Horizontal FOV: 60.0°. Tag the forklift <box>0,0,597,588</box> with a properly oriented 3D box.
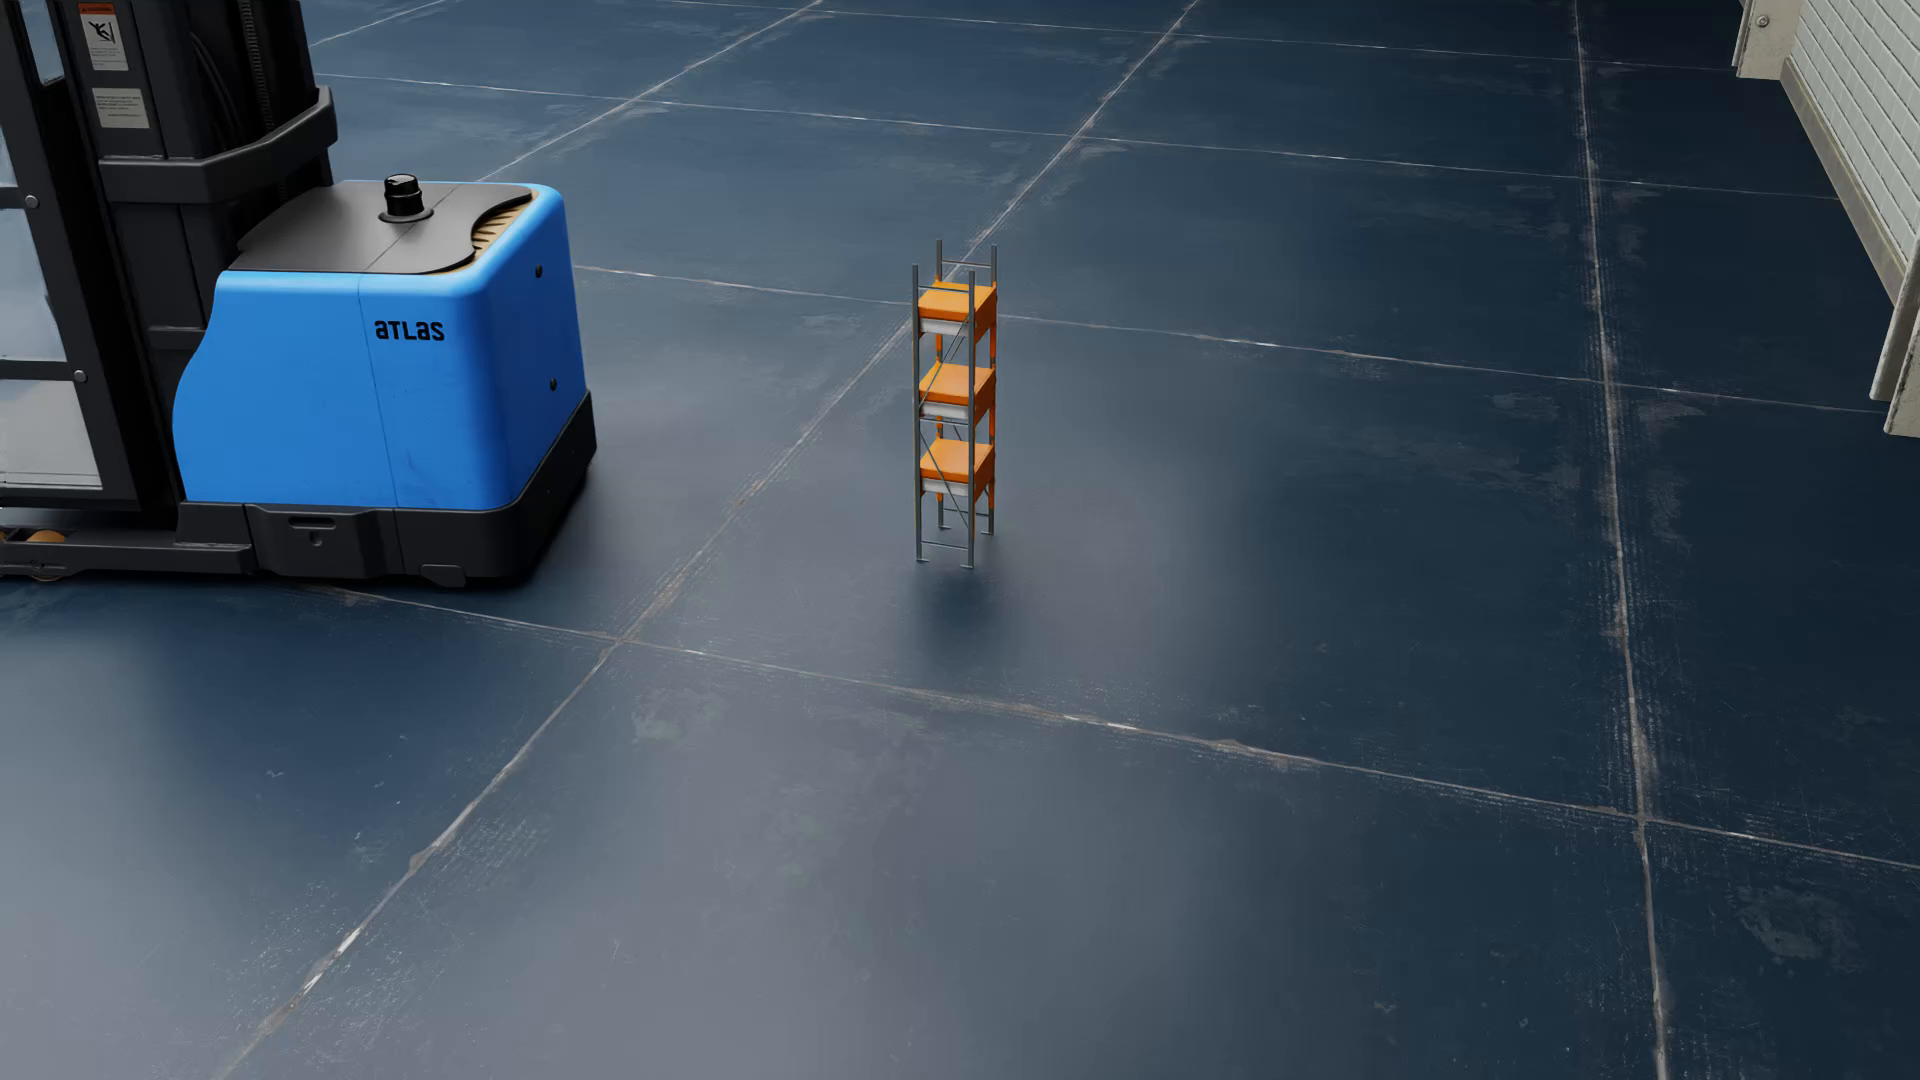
[{"bbox_3d":[-2.896,-1.397,5.246,3.031,2.935,1.130,2,29,3],"label":"forklift"}]

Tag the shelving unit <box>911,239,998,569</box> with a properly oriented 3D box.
[{"bbox_3d":[-0.016,-0.434,5.450,0.215,1.050,0.252,8,30,15],"label":"shelving unit"}]

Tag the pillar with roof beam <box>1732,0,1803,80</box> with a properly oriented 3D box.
[{"bbox_3d":[1.469,-7.821,10.552,9.100,9.000,0.400,8,30,15],"label":"pillar with roof beam"}]

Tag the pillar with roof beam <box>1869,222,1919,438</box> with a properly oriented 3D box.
[{"bbox_3d":[-0.292,-5.033,5.540,9.100,9.000,0.400,8,30,15],"label":"pillar with roof beam"}]

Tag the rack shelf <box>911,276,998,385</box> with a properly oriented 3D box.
[{"bbox_3d":[-0.016,-0.673,5.317,0.215,0.259,0.240,8,30,15],"label":"rack shelf"}]

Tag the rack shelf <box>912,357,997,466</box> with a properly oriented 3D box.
[{"bbox_3d":[-0.016,-0.425,5.455,0.215,0.259,0.240,8,30,15],"label":"rack shelf"}]

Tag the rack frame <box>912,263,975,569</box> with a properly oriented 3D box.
[{"bbox_3d":[-0.052,-0.377,5.348,0.200,1.050,0.008,8,30,15],"label":"rack frame"}]

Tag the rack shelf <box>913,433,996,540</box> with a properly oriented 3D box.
[{"bbox_3d":[-0.016,-0.182,5.590,0.215,0.259,0.240,8,30,15],"label":"rack shelf"}]

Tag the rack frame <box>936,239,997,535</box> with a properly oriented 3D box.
[{"bbox_3d":[0.020,-0.491,5.552,0.200,1.050,0.008,8,30,15],"label":"rack frame"}]
